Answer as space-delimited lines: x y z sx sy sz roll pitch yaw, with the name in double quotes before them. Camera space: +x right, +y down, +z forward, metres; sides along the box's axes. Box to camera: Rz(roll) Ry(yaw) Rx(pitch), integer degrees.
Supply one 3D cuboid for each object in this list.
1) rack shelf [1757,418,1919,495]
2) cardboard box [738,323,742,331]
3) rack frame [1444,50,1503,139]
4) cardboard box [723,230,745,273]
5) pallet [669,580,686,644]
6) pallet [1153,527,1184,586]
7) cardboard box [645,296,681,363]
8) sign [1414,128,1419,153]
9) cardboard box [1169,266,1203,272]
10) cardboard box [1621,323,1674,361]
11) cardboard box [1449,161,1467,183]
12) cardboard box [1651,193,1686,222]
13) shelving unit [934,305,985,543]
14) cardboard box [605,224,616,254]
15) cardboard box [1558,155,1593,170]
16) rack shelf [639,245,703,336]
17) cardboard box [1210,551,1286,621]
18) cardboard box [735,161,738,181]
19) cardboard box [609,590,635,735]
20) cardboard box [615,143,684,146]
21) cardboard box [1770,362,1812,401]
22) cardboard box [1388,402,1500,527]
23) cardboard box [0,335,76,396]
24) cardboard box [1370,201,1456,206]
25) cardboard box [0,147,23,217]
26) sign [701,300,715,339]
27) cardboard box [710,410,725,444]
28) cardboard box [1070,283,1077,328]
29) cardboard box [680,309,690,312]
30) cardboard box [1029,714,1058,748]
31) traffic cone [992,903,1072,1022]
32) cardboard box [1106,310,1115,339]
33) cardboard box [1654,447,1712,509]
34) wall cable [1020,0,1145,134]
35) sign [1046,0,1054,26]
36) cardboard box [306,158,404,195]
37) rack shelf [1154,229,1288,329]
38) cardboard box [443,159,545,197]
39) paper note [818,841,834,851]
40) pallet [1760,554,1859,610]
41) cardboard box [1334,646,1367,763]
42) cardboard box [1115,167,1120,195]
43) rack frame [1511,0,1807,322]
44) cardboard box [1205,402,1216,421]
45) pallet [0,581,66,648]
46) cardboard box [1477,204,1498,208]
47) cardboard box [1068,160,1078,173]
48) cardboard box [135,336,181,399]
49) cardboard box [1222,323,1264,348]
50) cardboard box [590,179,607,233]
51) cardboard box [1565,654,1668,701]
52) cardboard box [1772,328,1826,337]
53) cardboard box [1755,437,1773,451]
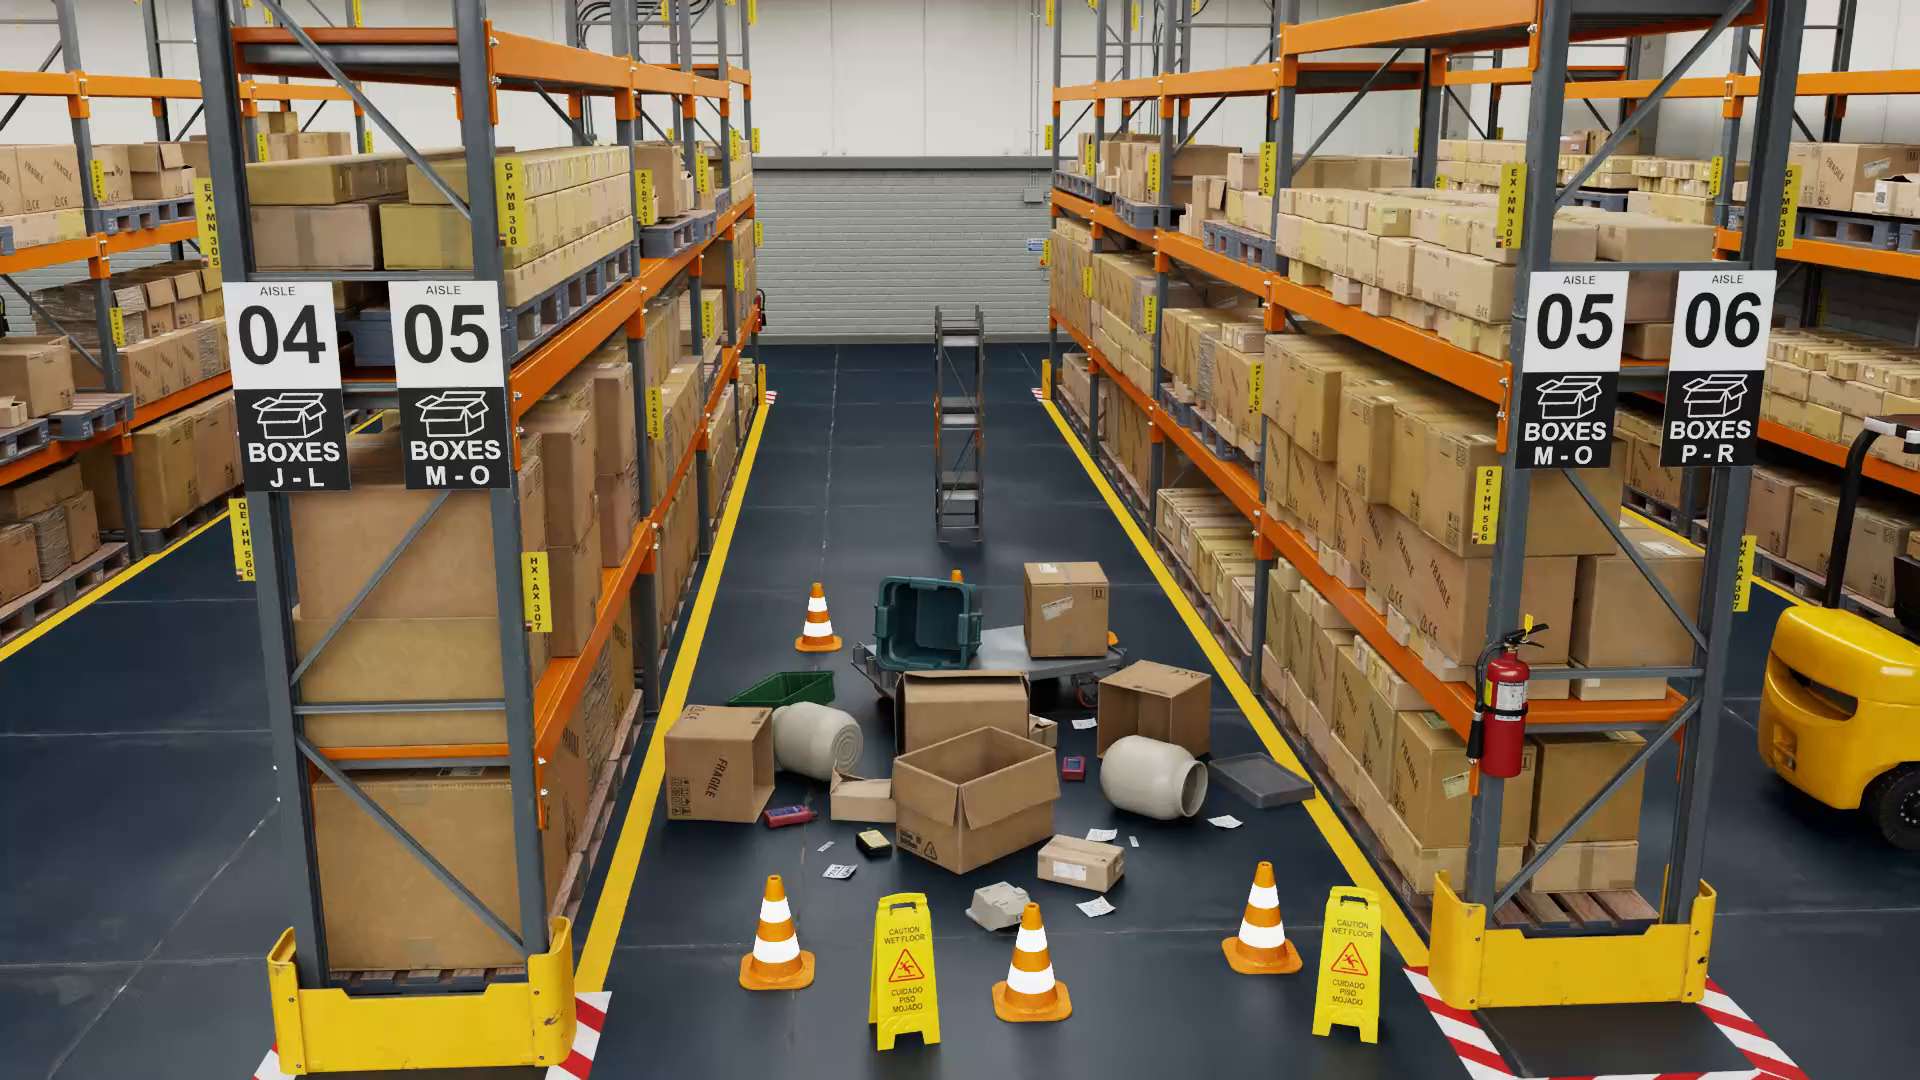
"rack shelf" 7.299 -0.653 13.210 1.077 0.370 4.000 -1 14 -3
"cardboard box" -2.773 -2.528 19.559 0.380 0.149 0.250 -1 14 -2
"rack frame" 6.679 -6.393 22.039 1.000 3.000 0.127 -1 14 -3
"cardboard box" -2.794 -3.361 19.490 0.500 0.500 0.500 -1 14 -3
"pallet" -2.667 0.531 12.762 1.003 0.211 1.213 -1 14 -3
"pallet" 2.268 0.124 14.344 1.003 0.211 1.213 -1 14 -3
"cardboard box" -2.696 -1.740 13.786 0.700 0.500 0.500 -1 14 -4
"sign" 6.137 -5.356 22.271 0.100 0.325 0.005 -1 14 -3
"cardboard box" 2.349 -2.458 16.575 0.500 0.500 0.500 -1 14 -3
"cardboard box" 3.020 -0.850 7.017 0.380 0.149 0.250 -1 14 -3
"cardboard box" 6.505 -4.644 20.964 0.500 0.250 0.500 -1 14 -5
"cardboard box" 6.869 -3.127 15.666 0.500 0.250 0.500 -1 14 -3
"shelving unit" -0.010 -1.058 15.148 0.431 2.100 0.503 -1 14 -3
"cardboard box" -2.075 -1.631 9.011 0.380 0.149 0.250 -1 14 -3
"cardboard box" 6.569 -4.010 17.660 0.380 0.149 0.250 -1 14 -4
"rack shelf" -2.590 -1.926 12.140 1.077 0.370 4.000 -1 14 -3
"cardboard box" 2.386 0.334 12.363 0.950 0.372 0.625 0 14 0
"cardboard box" -2.778 -4.184 18.768 0.500 0.250 0.500 -1 14 -4
"cardboard box" -2.497 0.659 10.092 0.875 0.875 0.875 -1 14 -3
"cardboard box" -2.997 -3.634 16.284 0.797 0.503 0.637 -1 14 -4
"cardboard box" 7.003 -1.299 13.576 0.500 0.250 0.500 -1 14 -5
"cardboard box" 2.443 -0.358 7.816 0.700 0.500 0.500 -1 14 -3
"cardboard box" -7.597 -1.386 13.573 0.500 0.500 0.500 -3 15 -10
"cardboard box" 2.341 -1.674 8.622 0.380 0.149 0.250 -1 14 -2
"cardboard box" -7.333 -2.646 12.289 0.500 0.500 0.500 -1 14 -2
"sign" -2.160 -1.889 14.250 0.100 0.325 0.005 -1 14 -3
"cardboard box" -2.564 -1.100 16.174 0.500 0.250 0.500 -1 14 -3
"cardboard box" 1.606 -2.828 20.021 0.500 0.500 0.500 -1 14 -4
"cardboard box" -2.632 -2.134 15.991 0.380 0.149 0.250 0 14 -2
"cardboard box" 0.377 1.134 10.310 0.258 0.266 0.396 -13 20 -42
"traffic cone" 0.315 1.812 7.279 0.336 0.463 0.334 -1 14 -3
"cardboard box" 1.784 -2.216 17.141 0.500 0.250 0.500 -1 14 -3
"cardboard box" 6.934 -0.593 15.709 0.500 0.500 0.500 0 14 -2
"wall cable" 1.842 -7.737 27.262 2.355 3.000 0.029 -1 14 -3
"sign" 1.171 -6.838 21.574 0.100 0.325 0.005 -1 14 -3
"cardboard box" -2.625 -1.567 7.163 0.380 0.149 0.250 -1 14 -2
"rack shelf" 2.345 -2.028 12.535 1.077 0.370 4.000 -1 14 -3
"cardboard box" -1.952 -1.513 6.950 0.380 0.149 0.250 -1 14 -4
"paper note" -0.715 1.635 8.874 0.032 0.001 0.123 7 16 26
"pallet" 7.259 0.360 13.427 1.003 0.211 1.213 -1 14 -3
"cardboard box" 2.346 0.883 8.968 0.500 0.500 0.500 -1 14 -5
"cardboard box" 1.737 -3.547 16.422 0.396 0.266 0.258 0 14 1
"rack frame" 2.716 -2.337 6.272 1.000 3.000 0.127 -1 14 -3
"cardboard box" 2.107 -1.016 12.841 0.380 0.149 0.250 0 14 -2
"pallet" -7.551 0.580 12.573 1.003 0.211 1.213 -1 14 -3
"cardboard box" 2.835 -1.619 8.406 0.380 0.149 0.250 -1 14 -2
"cardboard box" 1.563 -4.719 21.012 0.380 0.149 0.250 0 14 -1
"cardboard box" -7.463 -1.570 15.130 0.500 0.500 0.500 -1 14 -5
"cardboard box" 2.118 -1.486 12.065 0.380 0.149 0.250 -2 15 -6
"cardboard box" -2.119 -1.732 8.602 0.500 0.250 0.500 -1 14 -4
"cardboard box" 2.902 0.603 7.392 0.380 0.149 0.250 -1 14 -3
"cardboard box" 7.397 -1.783 14.658 0.380 0.149 0.250 0 14 -2
"cardboard box" 7.453 -0.940 15.755 0.380 0.149 0.250 0 14 -1
